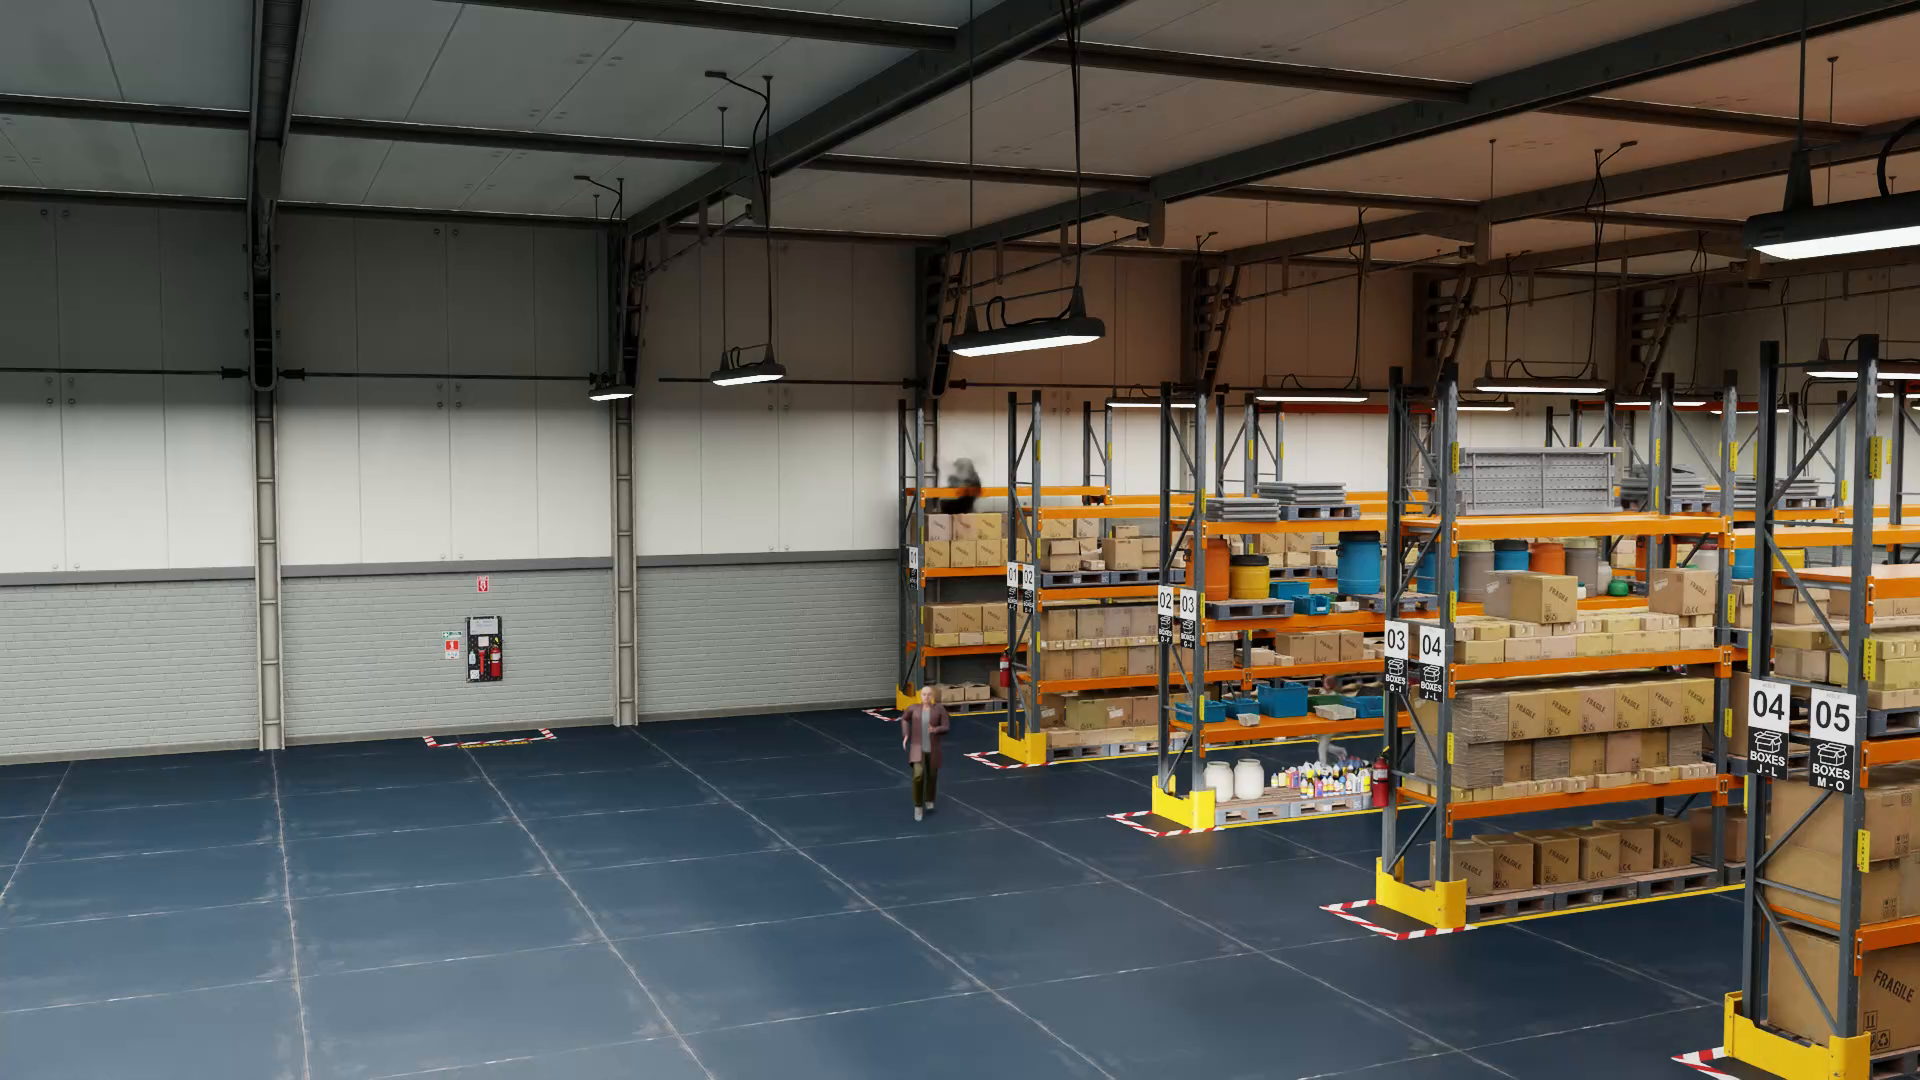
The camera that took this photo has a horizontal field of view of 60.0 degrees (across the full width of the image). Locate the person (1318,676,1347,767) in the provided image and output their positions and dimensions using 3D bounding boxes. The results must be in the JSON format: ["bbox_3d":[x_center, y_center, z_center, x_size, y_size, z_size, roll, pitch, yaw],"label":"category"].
[{"bbox_3d":[5.725,2.882,25.664,0.756,1.583,0.539,-2,4,-29],"label":"person"}]

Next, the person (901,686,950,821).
[{"bbox_3d":[-0.466,2.934,22.971,0.657,1.842,0.825,0,3,-4],"label":"person"}]
